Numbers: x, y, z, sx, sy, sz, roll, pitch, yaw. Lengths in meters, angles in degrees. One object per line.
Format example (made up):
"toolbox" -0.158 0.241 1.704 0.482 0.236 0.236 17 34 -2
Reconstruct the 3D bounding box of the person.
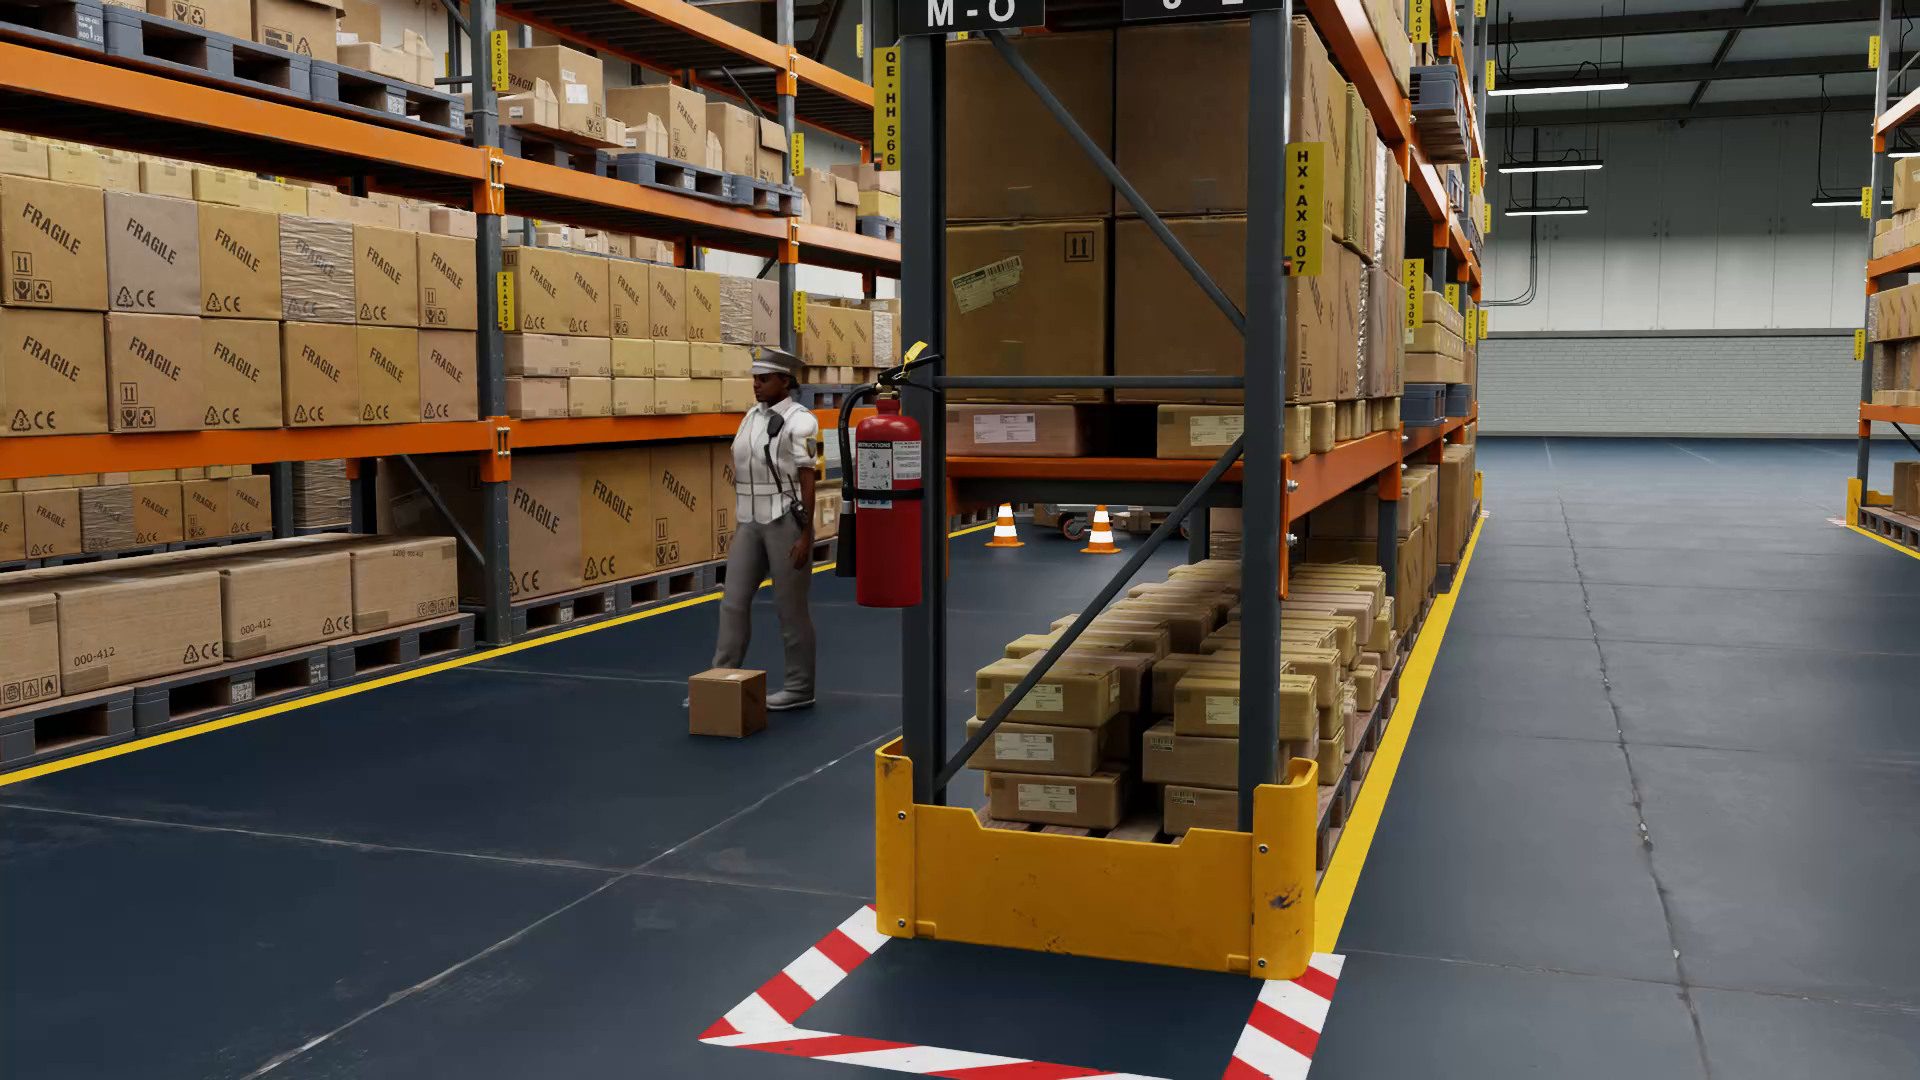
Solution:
"person" -0.934 -0.043 7.558 0.458 1.674 0.590 4 7 38
